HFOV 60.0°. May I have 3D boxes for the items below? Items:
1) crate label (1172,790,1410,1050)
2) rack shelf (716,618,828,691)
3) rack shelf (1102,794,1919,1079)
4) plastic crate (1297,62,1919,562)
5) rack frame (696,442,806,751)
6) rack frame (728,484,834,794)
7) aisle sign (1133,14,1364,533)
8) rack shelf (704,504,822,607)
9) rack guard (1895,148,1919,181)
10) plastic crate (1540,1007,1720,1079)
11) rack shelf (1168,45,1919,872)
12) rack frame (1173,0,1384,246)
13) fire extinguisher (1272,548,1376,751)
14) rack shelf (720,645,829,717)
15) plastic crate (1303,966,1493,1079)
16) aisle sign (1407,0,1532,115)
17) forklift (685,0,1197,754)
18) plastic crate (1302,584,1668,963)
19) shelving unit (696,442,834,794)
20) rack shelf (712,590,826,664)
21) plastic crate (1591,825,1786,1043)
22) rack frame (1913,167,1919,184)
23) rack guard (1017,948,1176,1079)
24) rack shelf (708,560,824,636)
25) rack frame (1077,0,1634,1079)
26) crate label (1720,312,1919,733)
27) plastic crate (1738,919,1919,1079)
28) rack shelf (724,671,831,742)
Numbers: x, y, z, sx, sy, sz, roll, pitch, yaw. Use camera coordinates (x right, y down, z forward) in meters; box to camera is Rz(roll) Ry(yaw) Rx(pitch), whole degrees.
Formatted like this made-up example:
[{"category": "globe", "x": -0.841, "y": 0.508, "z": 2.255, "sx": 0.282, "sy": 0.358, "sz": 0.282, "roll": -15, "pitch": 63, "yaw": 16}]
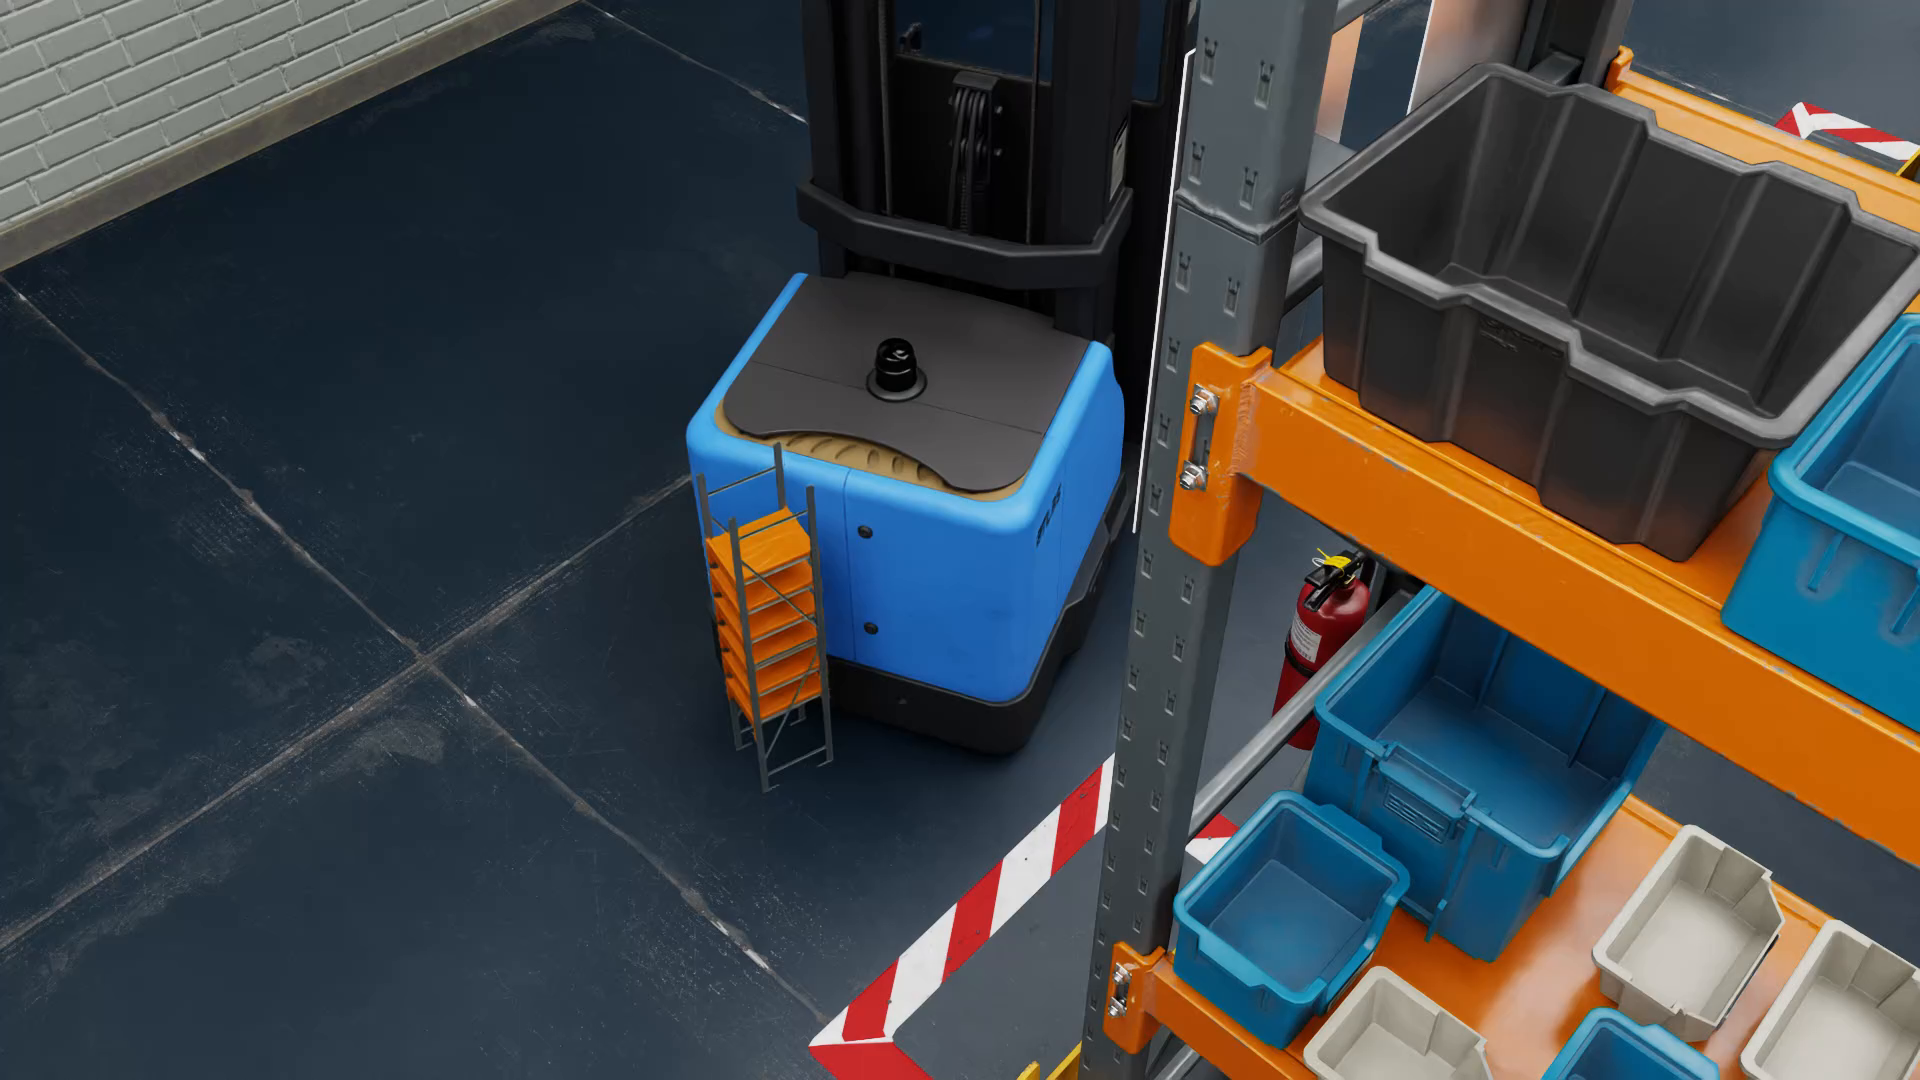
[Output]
[{"category": "crate label", "x": 0.603, "y": 0.716, "z": 3.094, "sx": 0.303, "sy": 0.233, "sz": 0.416, "roll": 34, "pitch": 55, "yaw": 28}, {"category": "rack shelf", "x": -0.532, "y": 0.285, "z": 4.717, "sx": 0.258, "sy": 0.103, "sz": 0.180, "roll": -24, "pitch": 52, "yaw": -21}, {"category": "rack shelf", "x": 2.115, "y": 1.616, "z": 2.669, "sx": 4.000, "sy": 0.370, "sz": 1.077, "roll": 34, "pitch": 55, "yaw": 28}, {"category": "plastic crate", "x": 0.739, "y": -0.262, "z": 1.970, "sx": 0.590, "sy": 0.269, "sz": 0.497, "roll": 34, "pitch": 55, "yaw": 28}, {"category": "rack frame", "x": -0.579, "y": 0.197, "z": 4.737, "sx": 0.240, "sy": 1.200, "sz": 0.006, "roll": -24, "pitch": 52, "yaw": -21}, {"category": "rack frame", "x": -0.484, "y": 0.313, "z": 4.632, "sx": 0.240, "sy": 1.200, "sz": 0.006, "roll": -24, "pitch": 52, "yaw": -21}, {"category": "aisle sign", "x": 0.390, "y": -0.386, "z": 2.271, "sx": 0.004, "sy": 0.787, "sz": 0.394, "roll": 34, "pitch": 55, "yaw": 28}, {"category": "rack shelf", "x": -0.527, "y": 0.041, "z": 4.453, "sx": 0.258, "sy": 0.103, "sz": 0.180, "roll": -24, "pitch": 52, "yaw": -21}, {"category": "rack guard", "x": 3.986, "y": -1.429, "z": 6.749, "sx": 0.348, "sy": 0.500, "sz": 1.175, "roll": 34, "pitch": 55, "yaw": 28}, {"category": "plastic crate", "x": 1.087, "y": 1.041, "z": 2.788, "sx": 0.300, "sy": 0.233, "sz": 0.416, "roll": 34, "pitch": 55, "yaw": 28}, {"category": "rack shelf", "x": 2.115, "y": 0.589, "z": 1.575, "sx": 4.000, "sy": 0.370, "sz": 1.077, "roll": 34, "pitch": 55, "yaw": 28}, {"category": "rack frame", "x": 0.645, "y": -1.673, "z": 1.148, "sx": 0.127, "sy": 3.000, "sz": 1.000, "roll": 34, "pitch": 55, "yaw": 28}, {"category": "fire extinguisher", "x": 0.842, "y": 0.217, "z": 3.798, "sx": 0.183, "sy": 0.674, "sz": 0.296, "roll": 34, "pitch": 55, "yaw": 28}, {"category": "rack shelf", "x": -0.534, "y": 0.367, "z": 4.805, "sx": 0.258, "sy": 0.103, "sz": 0.180, "roll": -24, "pitch": 52, "yaw": -21}, {"category": "plastic crate", "x": 0.783, "y": 0.952, "z": 2.939, "sx": 0.298, "sy": 0.136, "sz": 0.250, "roll": 34, "pitch": 55, "yaw": 28}, {"category": "aisle sign", "x": 0.791, "y": -0.702, "z": 2.568, "sx": 0.004, "sy": 0.787, "sz": 0.394, "roll": 34, "pitch": 55, "yaw": 28}, {"category": "forklift", "x": 0.209, "y": -1.450, "z": 5.101, "sx": 1.130, "sy": 2.935, "sz": 3.031, "roll": 15, "pitch": 49, "yaw": 14}, {"category": "plastic crate", "x": 1.018, "y": 0.413, "z": 3.239, "sx": 0.499, "sy": 0.435, "sz": 0.616, "roll": 34, "pitch": 55, "yaw": 28}, {"category": "shelving unit", "x": -0.532, "y": 0.255, "z": 4.684, "sx": 0.258, "sy": 1.200, "sz": 0.189, "roll": -24, "pitch": 52, "yaw": -21}, {"category": "rack shelf", "x": -0.531, "y": 0.204, "z": 4.629, "sx": 0.258, "sy": 0.103, "sz": 0.180, "roll": -24, "pitch": 52, "yaw": -21}, {"category": "plastic crate", "x": 1.367, "y": 0.757, "z": 3.122, "sx": 0.243, "sy": 0.136, "sz": 0.396, "roll": 34, "pitch": 55, "yaw": 28}, {"category": "rack frame", "x": 4.004, "y": -2.273, "z": 5.826, "sx": 0.127, "sy": 3.000, "sz": 1.000, "roll": 34, "pitch": 55, "yaw": 28}, {"category": "rack guard", "x": 0.618, "y": 1.231, "z": 4.251, "sx": 0.348, "sy": 0.500, "sz": 1.175, "roll": 34, "pitch": 55, "yaw": 28}, {"category": "rack shelf", "x": -0.529, "y": 0.122, "z": 4.541, "sx": 0.258, "sy": 0.103, "sz": 0.180, "roll": -24, "pitch": 52, "yaw": -21}, {"category": "rack frame", "x": 0.645, "y": 0.381, "z": 3.335, "sx": 0.127, "sy": 3.000, "sz": 1.000, "roll": 34, "pitch": 55, "yaw": 28}, {"category": "crate label", "x": 1.104, "y": 0.034, "z": 1.705, "sx": 0.502, "sy": 0.251, "sz": 0.408, "roll": 34, "pitch": 55, "yaw": 28}, {"category": "plastic crate", "x": 1.570, "y": 0.908, "z": 2.980, "sx": 0.243, "sy": 0.136, "sz": 0.396, "roll": 34, "pitch": 55, "yaw": 28}, {"category": "rack shelf", "x": -0.536, "y": 0.449, "z": 4.893, "sx": 0.258, "sy": 0.103, "sz": 0.180, "roll": -24, "pitch": 52, "yaw": -21}]
